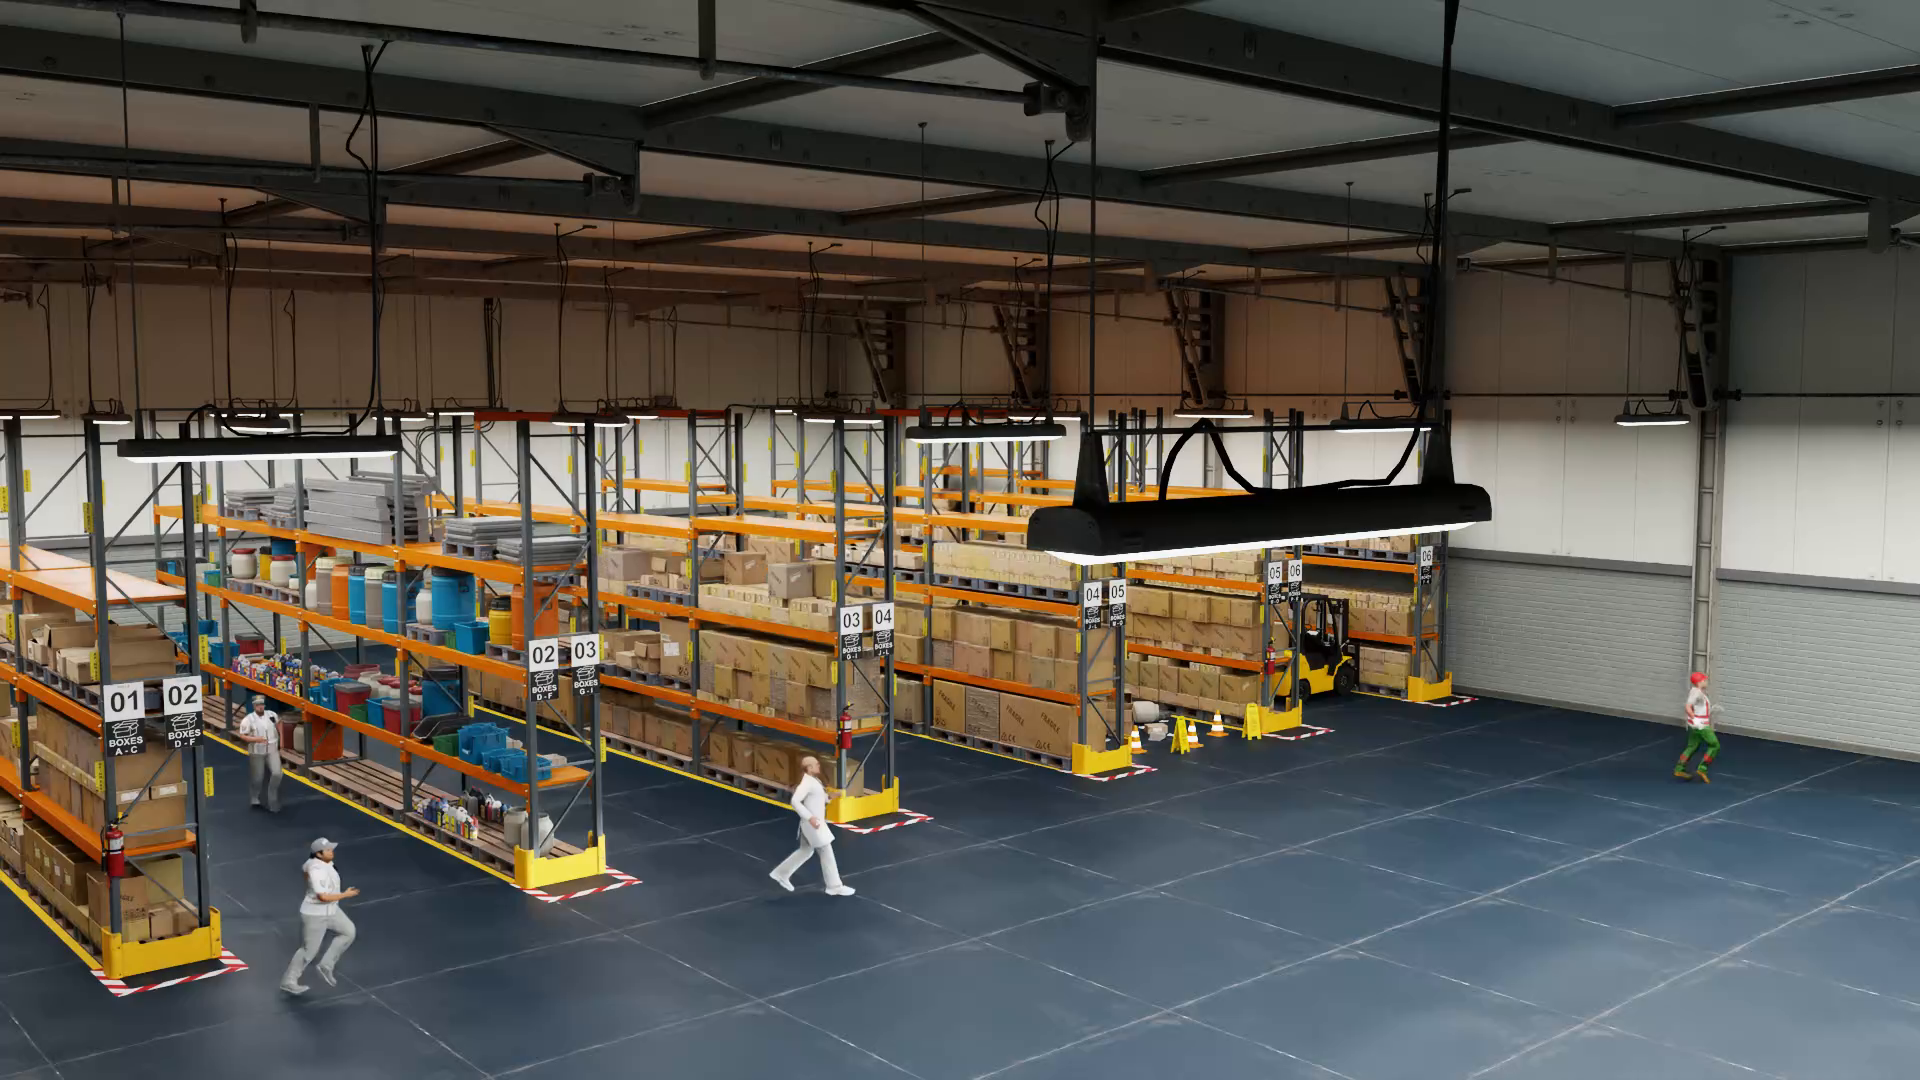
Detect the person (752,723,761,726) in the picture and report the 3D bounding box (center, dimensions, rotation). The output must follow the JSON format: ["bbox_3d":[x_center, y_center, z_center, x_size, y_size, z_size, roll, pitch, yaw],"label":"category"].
[{"bbox_3d":[-4.018,2.749,31.944,0.540,1.596,0.674,-4,7,-40],"label":"person"}]

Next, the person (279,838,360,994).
[{"bbox_3d":[-6.774,3.953,17.624,0.825,1.642,0.620,-1,5,-9],"label":"person"}]

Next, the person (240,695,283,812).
[{"bbox_3d":[-10.605,3.252,25.336,0.670,1.827,0.746,-4,6,-38],"label":"person"}]

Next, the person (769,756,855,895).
[{"bbox_3d":[-1.859,3.582,20.870,1.065,1.762,0.703,-1,5,-10],"label":"person"}]

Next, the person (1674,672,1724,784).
[{"bbox_3d":[12.061,3.061,27.098,0.735,1.817,0.641,1,5,10],"label":"person"}]
